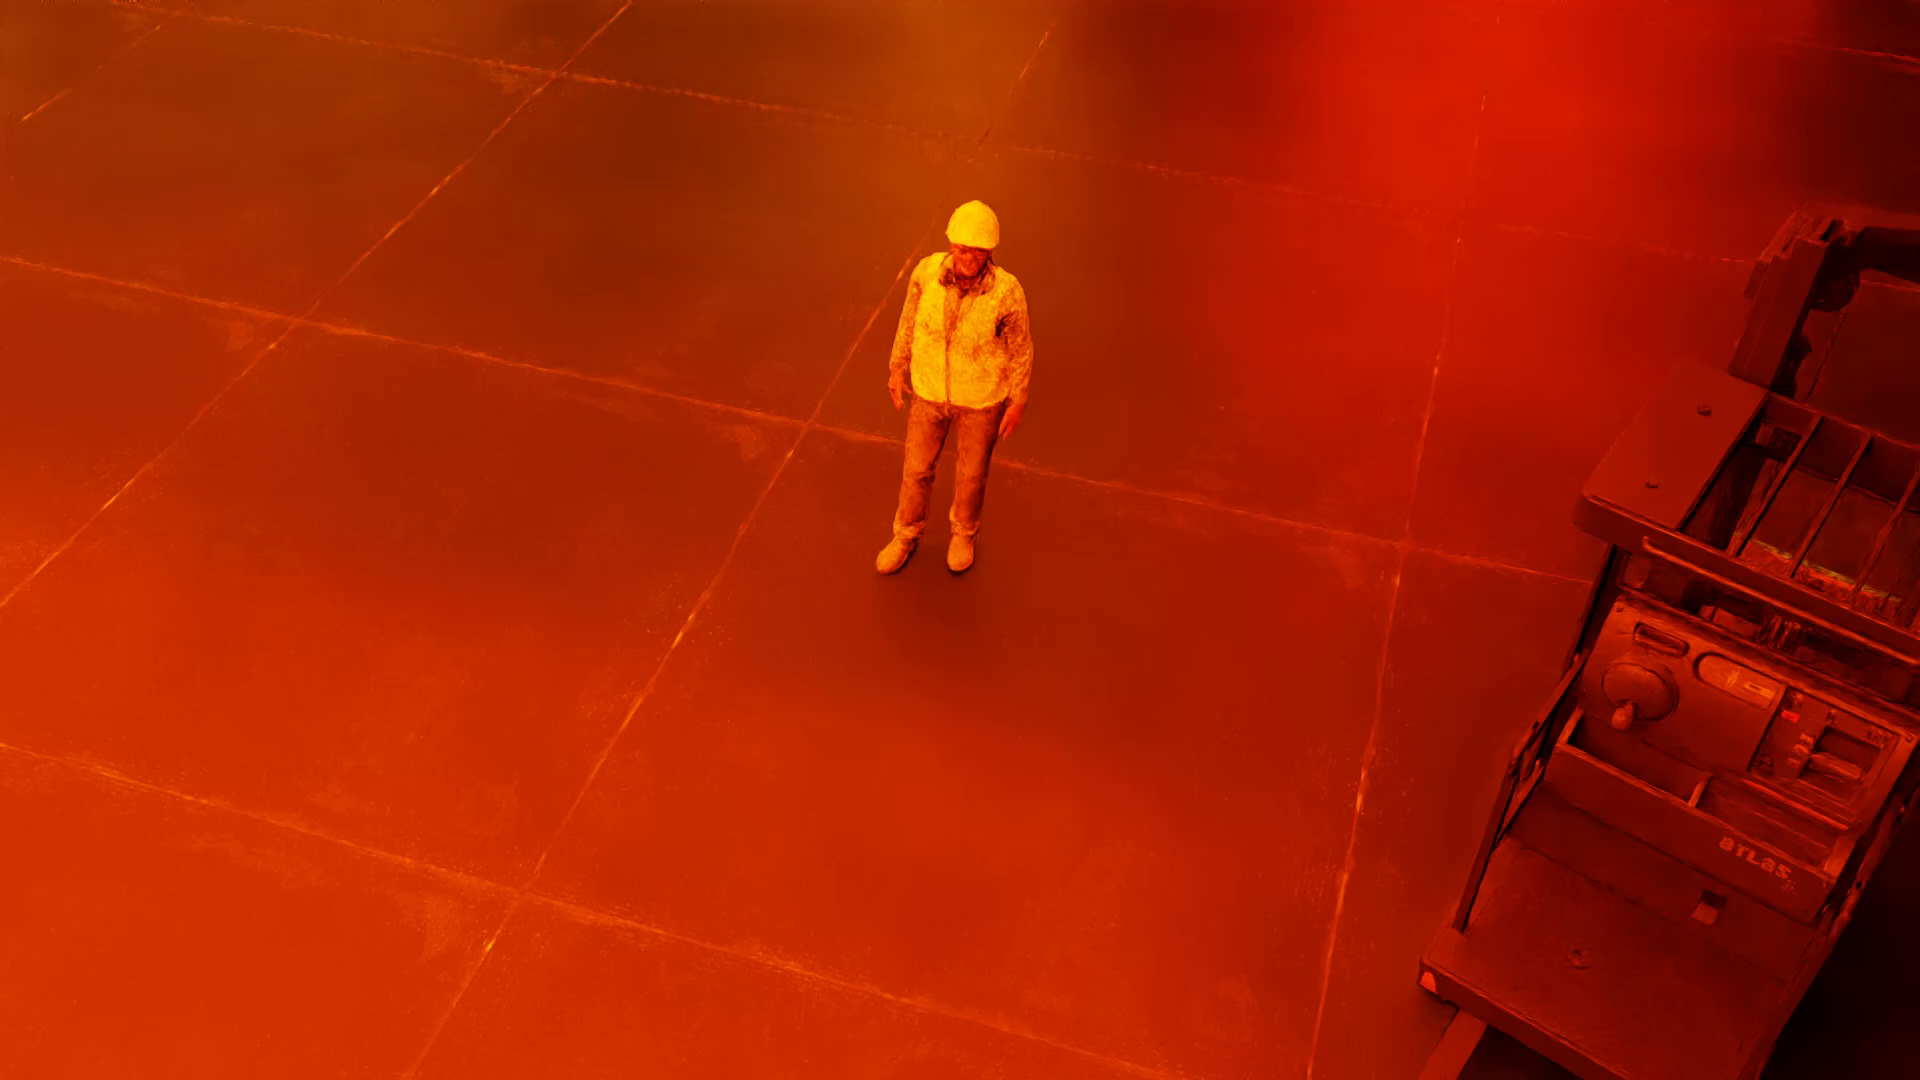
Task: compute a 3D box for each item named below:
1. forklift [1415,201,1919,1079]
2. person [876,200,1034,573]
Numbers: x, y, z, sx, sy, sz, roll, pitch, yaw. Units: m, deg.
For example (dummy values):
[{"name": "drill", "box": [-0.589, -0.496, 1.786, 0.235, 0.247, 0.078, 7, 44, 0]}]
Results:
[{"name": "forklift", "box": [2.310, 0.608, 5.036, 1.130, 2.935, 3.031, 28, 50, 27]}, {"name": "person", "box": [-0.027, -0.616, 7.190, 0.632, 1.773, 0.567, 12, 44, 13]}]
